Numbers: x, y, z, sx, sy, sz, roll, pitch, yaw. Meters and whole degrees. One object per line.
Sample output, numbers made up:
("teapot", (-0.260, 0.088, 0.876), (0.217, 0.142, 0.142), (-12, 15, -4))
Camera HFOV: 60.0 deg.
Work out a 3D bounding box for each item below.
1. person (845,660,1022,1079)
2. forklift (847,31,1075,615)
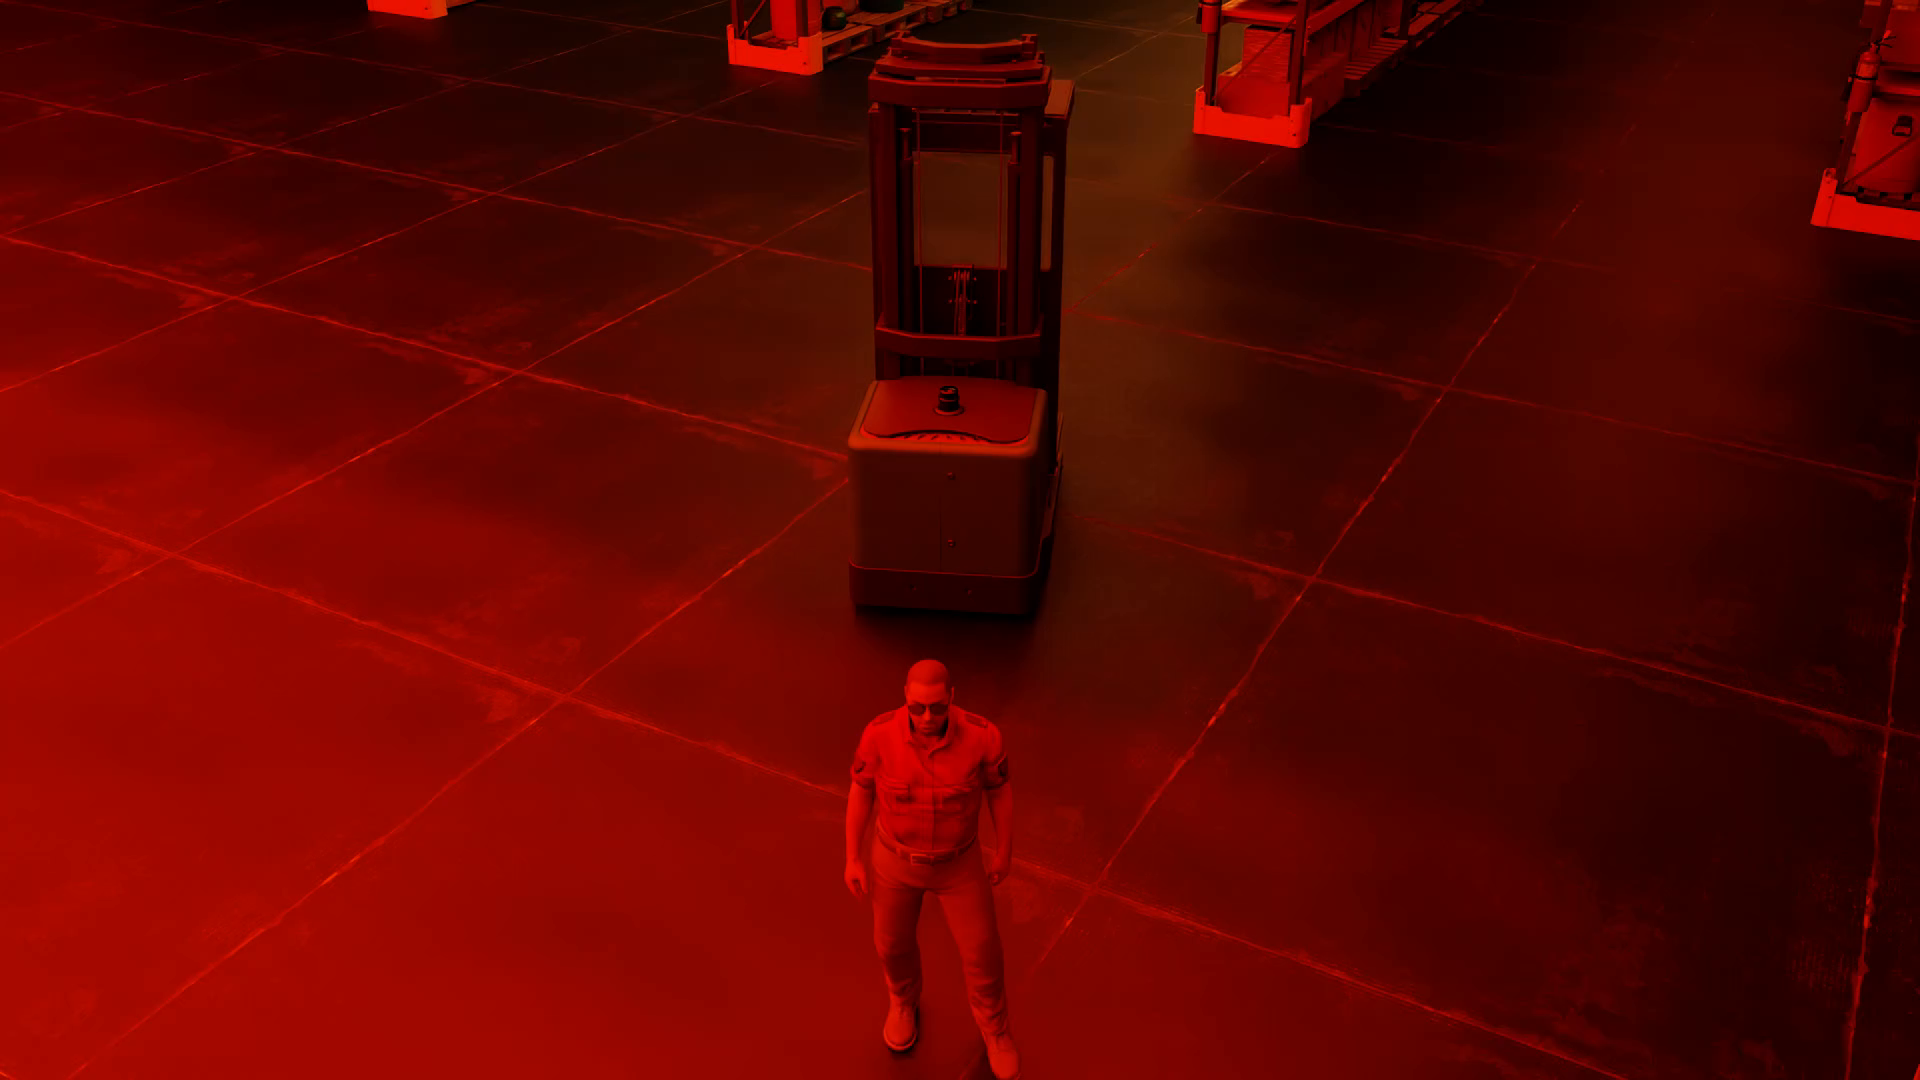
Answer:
("person", (-0.092, 1.230, 6.170), (0.677, 1.745, 0.469), (1, 30, 1))
("forklift", (0.072, -1.572, 9.794), (1.130, 2.935, 3.031), (3, 30, 6))
